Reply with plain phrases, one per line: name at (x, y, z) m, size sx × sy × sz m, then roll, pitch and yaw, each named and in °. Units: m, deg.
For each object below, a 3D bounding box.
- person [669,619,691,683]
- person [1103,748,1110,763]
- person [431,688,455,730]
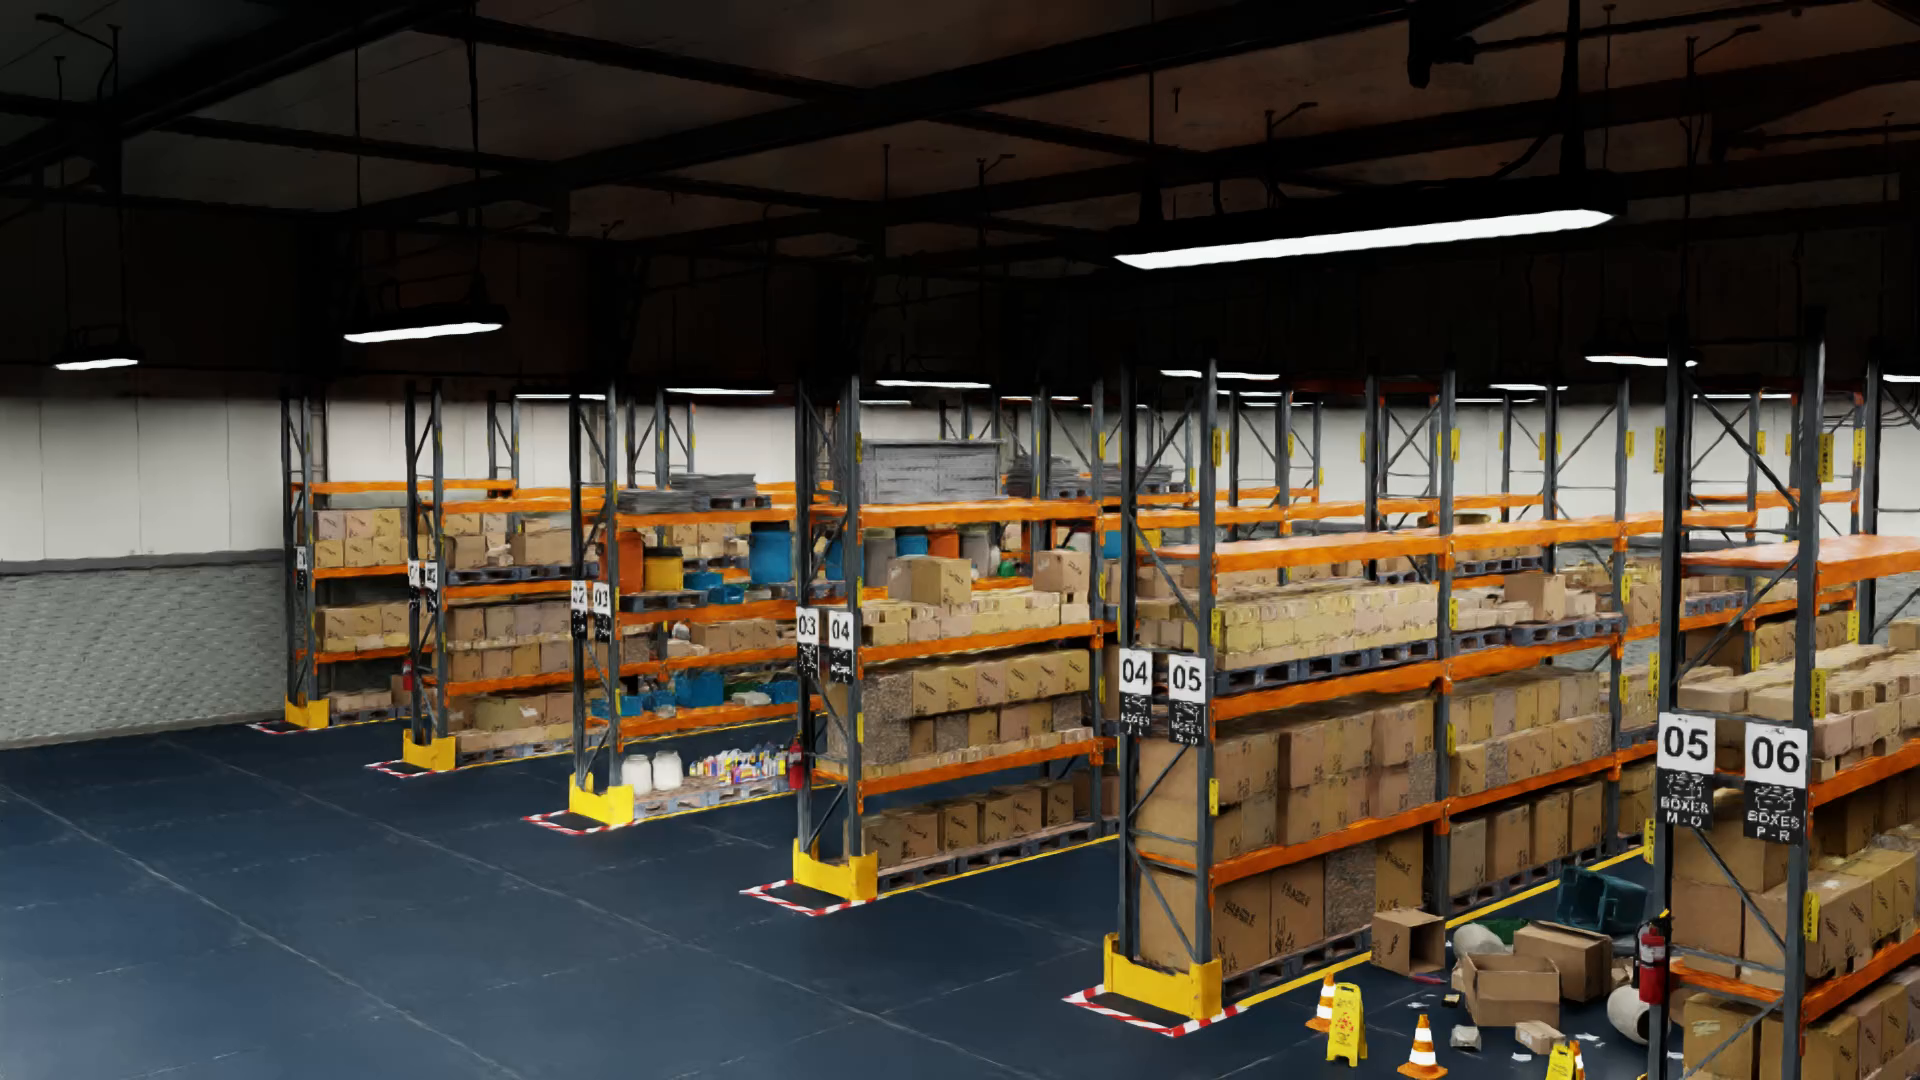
person at (-5.578, 2.227, 33.095) m, size 0.435 × 1.649 × 0.492 m, roll 1°, pitch 4°, yaw 22°
person at (1.996, 2.781, 24.038) m, size 0.572 × 1.667 × 0.544 m, roll -1°, pitch 4°, yaw -18°
person at (-8.884, 2.494, 28.698) m, size 0.413 × 1.675 × 0.517 m, roll 1°, pitch 4°, yaw 16°
